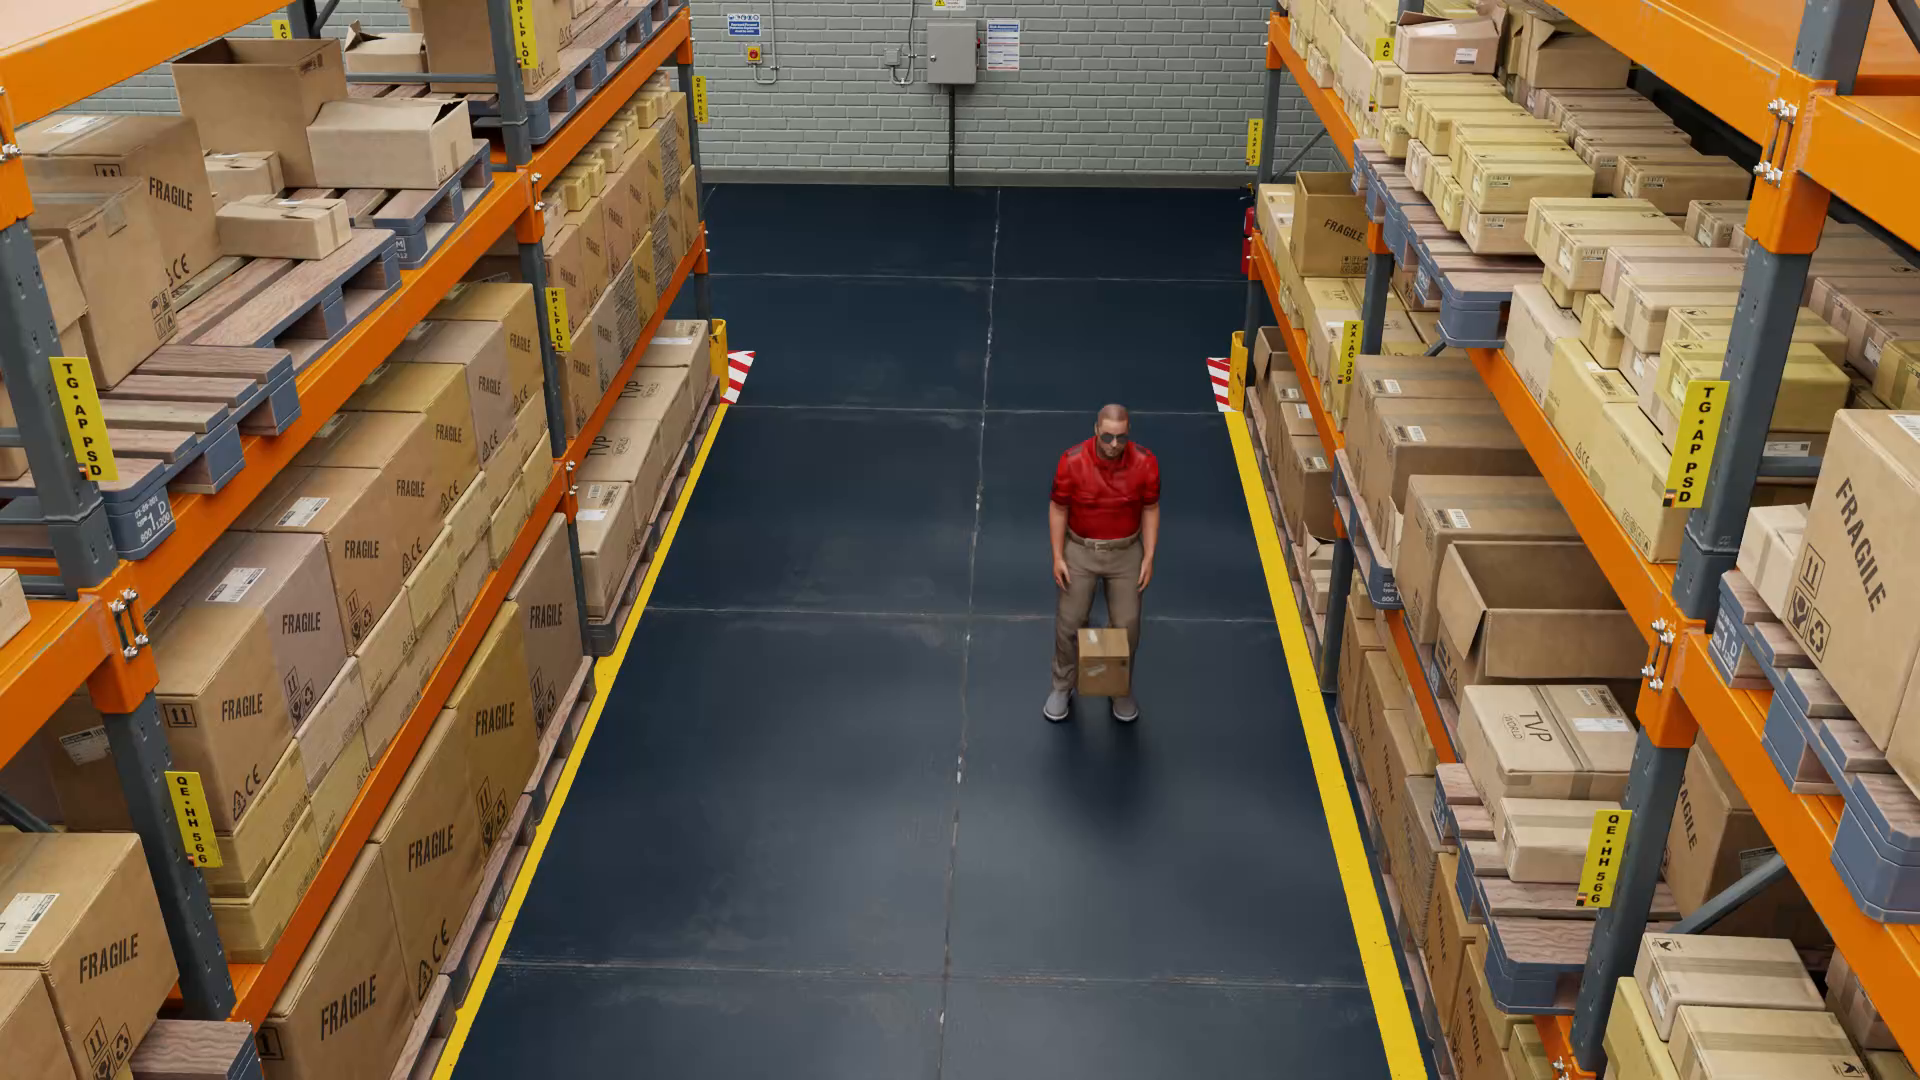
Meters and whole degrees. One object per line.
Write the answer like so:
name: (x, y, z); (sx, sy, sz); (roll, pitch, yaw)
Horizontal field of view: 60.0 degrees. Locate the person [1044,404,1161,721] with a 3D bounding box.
person: (0.724, 0.102, 8.440); (0.566, 1.729, 0.396); (0, 28, 0)
